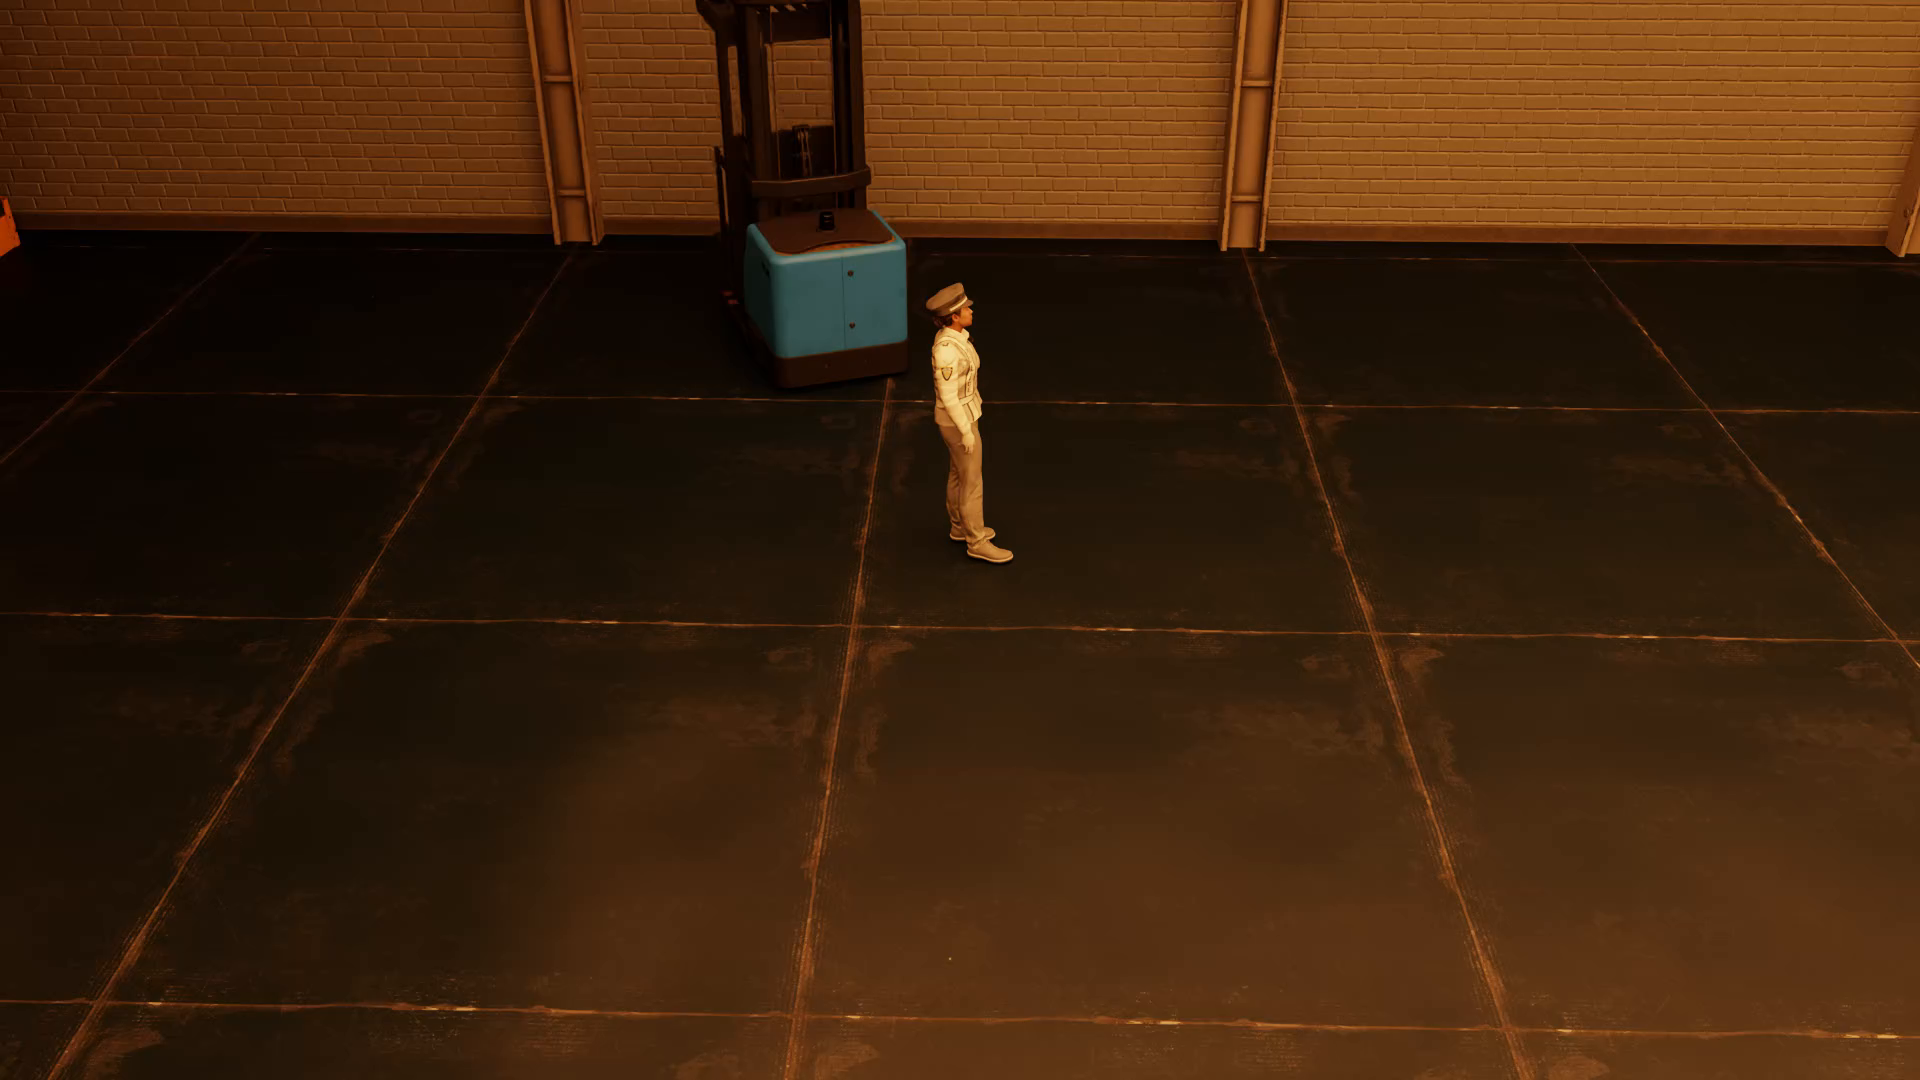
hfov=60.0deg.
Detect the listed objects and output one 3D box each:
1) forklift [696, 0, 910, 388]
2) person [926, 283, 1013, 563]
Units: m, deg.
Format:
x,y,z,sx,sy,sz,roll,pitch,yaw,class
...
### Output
x,y,z,sx,sy,sz,roll,pitch,yaw,class
-1.345,-3.116,12.899,1.130,2.935,3.031,-10,32,-17,forklift
0.067,-0.732,10.059,0.533,1.696,0.588,1,31,1,person
